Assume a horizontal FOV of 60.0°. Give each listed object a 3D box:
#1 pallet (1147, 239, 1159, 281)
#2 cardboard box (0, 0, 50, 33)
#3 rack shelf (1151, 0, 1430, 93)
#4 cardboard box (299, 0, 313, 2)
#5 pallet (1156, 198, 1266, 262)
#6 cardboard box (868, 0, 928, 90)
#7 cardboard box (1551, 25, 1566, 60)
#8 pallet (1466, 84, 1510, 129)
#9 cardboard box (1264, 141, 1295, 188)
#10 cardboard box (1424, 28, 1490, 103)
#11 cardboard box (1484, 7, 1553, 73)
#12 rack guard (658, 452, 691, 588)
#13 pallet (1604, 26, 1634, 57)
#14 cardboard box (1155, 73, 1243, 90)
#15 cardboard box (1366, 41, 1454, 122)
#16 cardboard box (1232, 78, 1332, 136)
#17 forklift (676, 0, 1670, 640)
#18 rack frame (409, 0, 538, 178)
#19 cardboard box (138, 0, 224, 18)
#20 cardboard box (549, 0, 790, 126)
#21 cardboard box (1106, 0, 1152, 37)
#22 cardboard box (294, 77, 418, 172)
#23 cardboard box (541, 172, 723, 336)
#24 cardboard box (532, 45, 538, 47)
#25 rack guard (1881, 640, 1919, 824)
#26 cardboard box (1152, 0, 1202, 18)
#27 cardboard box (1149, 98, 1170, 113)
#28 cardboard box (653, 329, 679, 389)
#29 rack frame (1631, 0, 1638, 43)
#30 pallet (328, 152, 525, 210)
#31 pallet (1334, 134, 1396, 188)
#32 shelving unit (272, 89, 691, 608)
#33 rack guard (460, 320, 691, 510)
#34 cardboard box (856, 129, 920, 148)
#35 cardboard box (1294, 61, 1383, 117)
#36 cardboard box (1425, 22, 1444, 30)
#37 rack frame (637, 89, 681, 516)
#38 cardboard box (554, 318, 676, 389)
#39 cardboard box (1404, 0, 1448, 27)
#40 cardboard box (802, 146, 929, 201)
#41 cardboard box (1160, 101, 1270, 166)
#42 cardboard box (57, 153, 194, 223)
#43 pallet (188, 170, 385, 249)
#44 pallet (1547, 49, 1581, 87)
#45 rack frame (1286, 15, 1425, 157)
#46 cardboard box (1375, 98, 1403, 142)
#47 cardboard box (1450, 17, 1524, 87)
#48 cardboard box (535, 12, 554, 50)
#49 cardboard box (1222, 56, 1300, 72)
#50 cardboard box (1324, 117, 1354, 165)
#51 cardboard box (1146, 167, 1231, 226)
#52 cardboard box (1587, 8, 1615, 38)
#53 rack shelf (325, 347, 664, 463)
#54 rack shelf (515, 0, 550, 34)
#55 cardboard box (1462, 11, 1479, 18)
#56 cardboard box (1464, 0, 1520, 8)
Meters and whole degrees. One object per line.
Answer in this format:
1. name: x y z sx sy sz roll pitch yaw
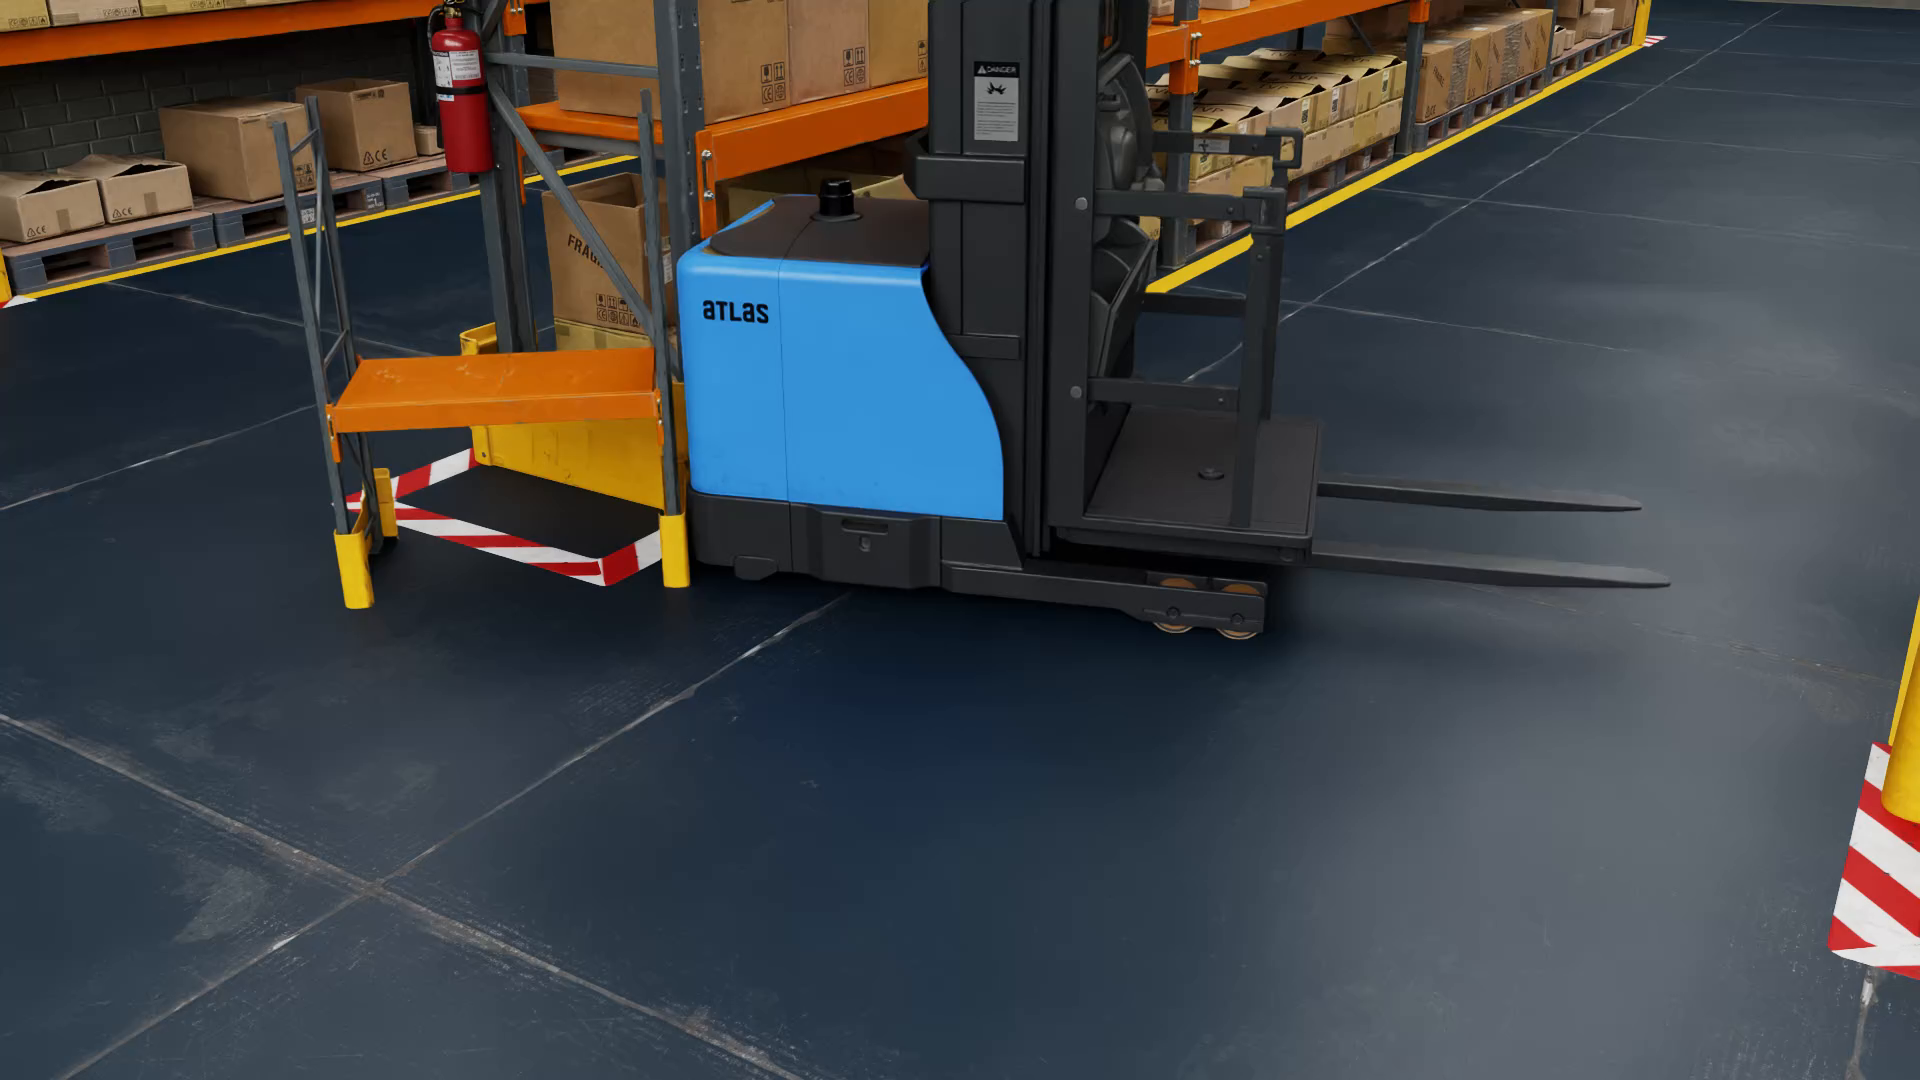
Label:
1. pallet: 0.340 -1.443 8.817 1.003 0.211 1.213 14 27 29
2. cardboard box: -4.998 -2.707 8.391 0.500 0.250 0.500 13 27 27
3. rack shelf: 1.850 -3.327 10.565 1.077 0.370 4.000 14 27 29
4. cardboard box: -3.930 -3.396 9.983 0.500 0.250 0.500 14 27 29
5. pallet: 1.151 -1.959 10.010 1.003 0.211 1.213 14 27 29
6. cardboard box: -0.518 -2.177 6.878 0.700 0.500 0.500 14 27 29
7. cardboard box: 5.420 -4.746 15.769 0.500 0.311 0.500 14 27 29
8. pallet: 3.975 -3.706 14.046 1.003 0.211 1.213 14 27 29
9. cardboard box: 1.760 -2.345 10.323 0.500 0.250 0.500 13 27 27
10. cardboard box: 3.928 -3.827 13.406 0.500 0.500 0.500 13 27 28
11. cardboard box: 4.998 -4.510 14.985 0.500 0.500 0.500 14 27 29
12. rack guard: -0.963 -0.076 5.610 0.087 0.250 0.587 -4 24 -8
13. pallet: 6.665 -5.457 18.091 1.003 0.211 1.213 14 27 29
14. cardboard box: 1.568 -2.881 10.855 0.500 0.311 0.500 13 27 28
15. cardboard box: 3.388 -3.480 12.607 0.500 0.500 0.500 15 28 31
16. cardboard box: 2.035 -2.777 10.615 0.500 0.311 0.500 15 27 30
17. forklift: 0.689 -1.274 5.004 3.031 2.935 1.130 5 24 12
18. rack frame: -3.415 -4.019 11.257 1.000 3.000 0.127 14 27 29
19. cardboard box: -4.463 -3.056 9.197 0.500 0.250 0.500 13 27 28
20. cardboard box: -1.058 -1.833 6.082 0.700 0.500 0.500 14 27 29
21. cardboard box: 0.566 -2.877 8.493 0.700 0.500 0.500 13 27 28
22. cardboard box: -3.929 -2.715 10.838 0.500 0.500 0.500 12 26 25
23. cardboard box: -1.285 -1.150 6.620 0.500 0.500 0.500 14 27 29
24. cardboard box: -2.811 -3.510 12.676 0.700 0.500 0.500 13 27 28
25. rack guard: 2.891 0.519 3.922 1.175 0.500 0.348 14 27 29
26. cardboard box: 1.018 -3.088 9.297 0.500 0.250 0.500 16 28 32
27. cardboard box: 1.034 -2.544 10.077 0.500 0.311 0.500 15 27 30
28. cardboard box: -0.843 -0.697 6.517 0.500 0.250 0.500 14 27 29
29. rack frame: 7.125 -7.032 18.218 1.000 3.000 0.127 14 27 29
30. pallet: -3.740 -2.505 11.271 1.003 0.211 1.213 14 27 29
31. pallet: 2.438 -2.783 11.912 1.003 0.211 1.213 14 27 29
32. shelving unit: -1.455 -0.619 5.292 1.083 1.500 0.587 -4 24 -8
33. rack guard: -1.328 -0.477 6.222 1.175 0.500 0.348 14 27 29
34. cardboard box: -0.505 -1.659 7.796 0.500 0.500 0.500 14 27 29
35. cardboard box: 2.569 -3.115 11.396 0.500 0.311 0.500 13 27 28
36. cardboard box: 3.744 -4.105 14.048 0.500 0.500 0.500 13 26 27
37. rack frame: -0.961 -0.649 5.362 0.032 1.500 0.500 -4 24 -8
38. cardboard box: -1.283 -0.806 6.768 0.500 0.250 0.500 14 27 29
39. cardboard box: 3.761 -4.462 13.929 0.500 0.250 0.500 13 27 28
40. cardboard box: -0.328 -1.382 7.155 0.500 0.500 0.500 14 27 29
41. cardboard box: 1.493 -2.425 9.803 0.500 0.311 0.500 14 27 28
42. cardboard box: -4.783 -2.044 9.526 0.500 0.311 0.500 16 28 33
43. pallet: -4.382 -2.092 10.316 1.003 0.211 1.213 14 27 29
44. pallet: 5.378 -4.634 16.188 1.003 0.211 1.213 14 27 29
45. rack frame: 2.905 -4.332 11.981 1.000 3.000 0.127 14 27 29
46. cardboard box: 2.835 -3.034 11.915 0.500 0.250 0.500 15 27 30
47. cardboard box: 4.465 -4.176 14.213 0.500 0.500 0.500 14 27 30
48. cardboard box: -2.812 -3.819 12.445 0.500 0.250 0.500 13 27 28
49. cardboard box: 2.109 -3.226 11.653 0.500 0.311 0.500 13 27 28
50. cardboard box: 2.298 -2.690 11.121 0.500 0.250 0.500 15 27 30
51. cardboard box: 1.218 -1.997 9.520 0.500 0.250 0.500 13 27 28
52. cardboard box: 6.521 -5.423 17.408 0.500 0.250 0.500 14 27 29
53. rack shelf: -1.464 -0.453 5.362 1.000 0.185 0.538 -4 24 -8
54. rack shelf: -2.360 -4.364 12.960 1.077 0.370 4.000 14 27 29
55. cardboard box: 4.281 -4.442 14.828 0.500 0.500 0.500 14 27 30
56. cardboard box: 5.075 -4.988 16.090 0.500 0.500 0.500 14 27 29
